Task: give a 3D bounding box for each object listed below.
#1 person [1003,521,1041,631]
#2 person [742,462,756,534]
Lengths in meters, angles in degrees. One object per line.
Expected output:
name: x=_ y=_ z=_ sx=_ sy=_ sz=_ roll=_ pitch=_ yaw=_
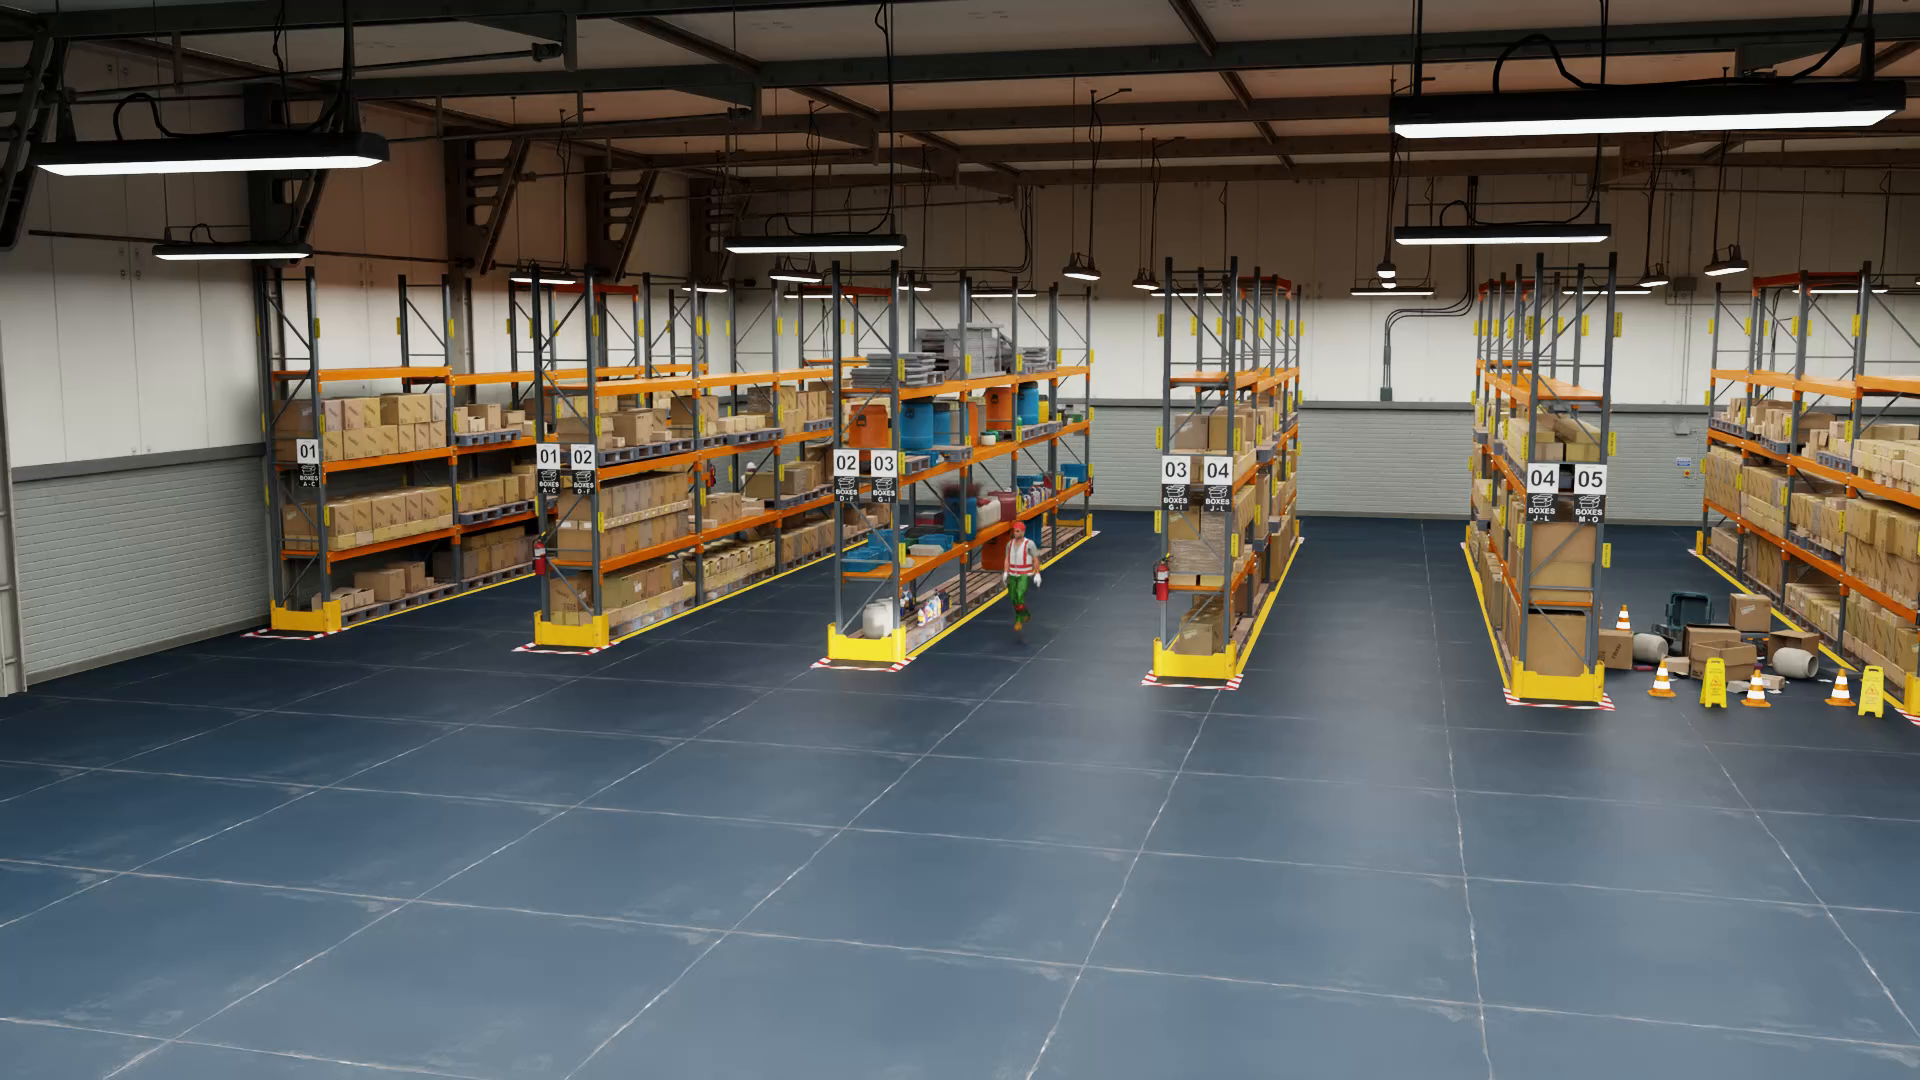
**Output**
person: x=0.959 y=0.548 z=26.631 sx=0.577 sy=1.692 sz=0.813 roll=5 pitch=9 yaw=36
person: x=-5.092 y=-0.978 z=40.229 sx=0.501 sy=1.787 sz=0.596 roll=-5 pitch=9 yaw=-34
